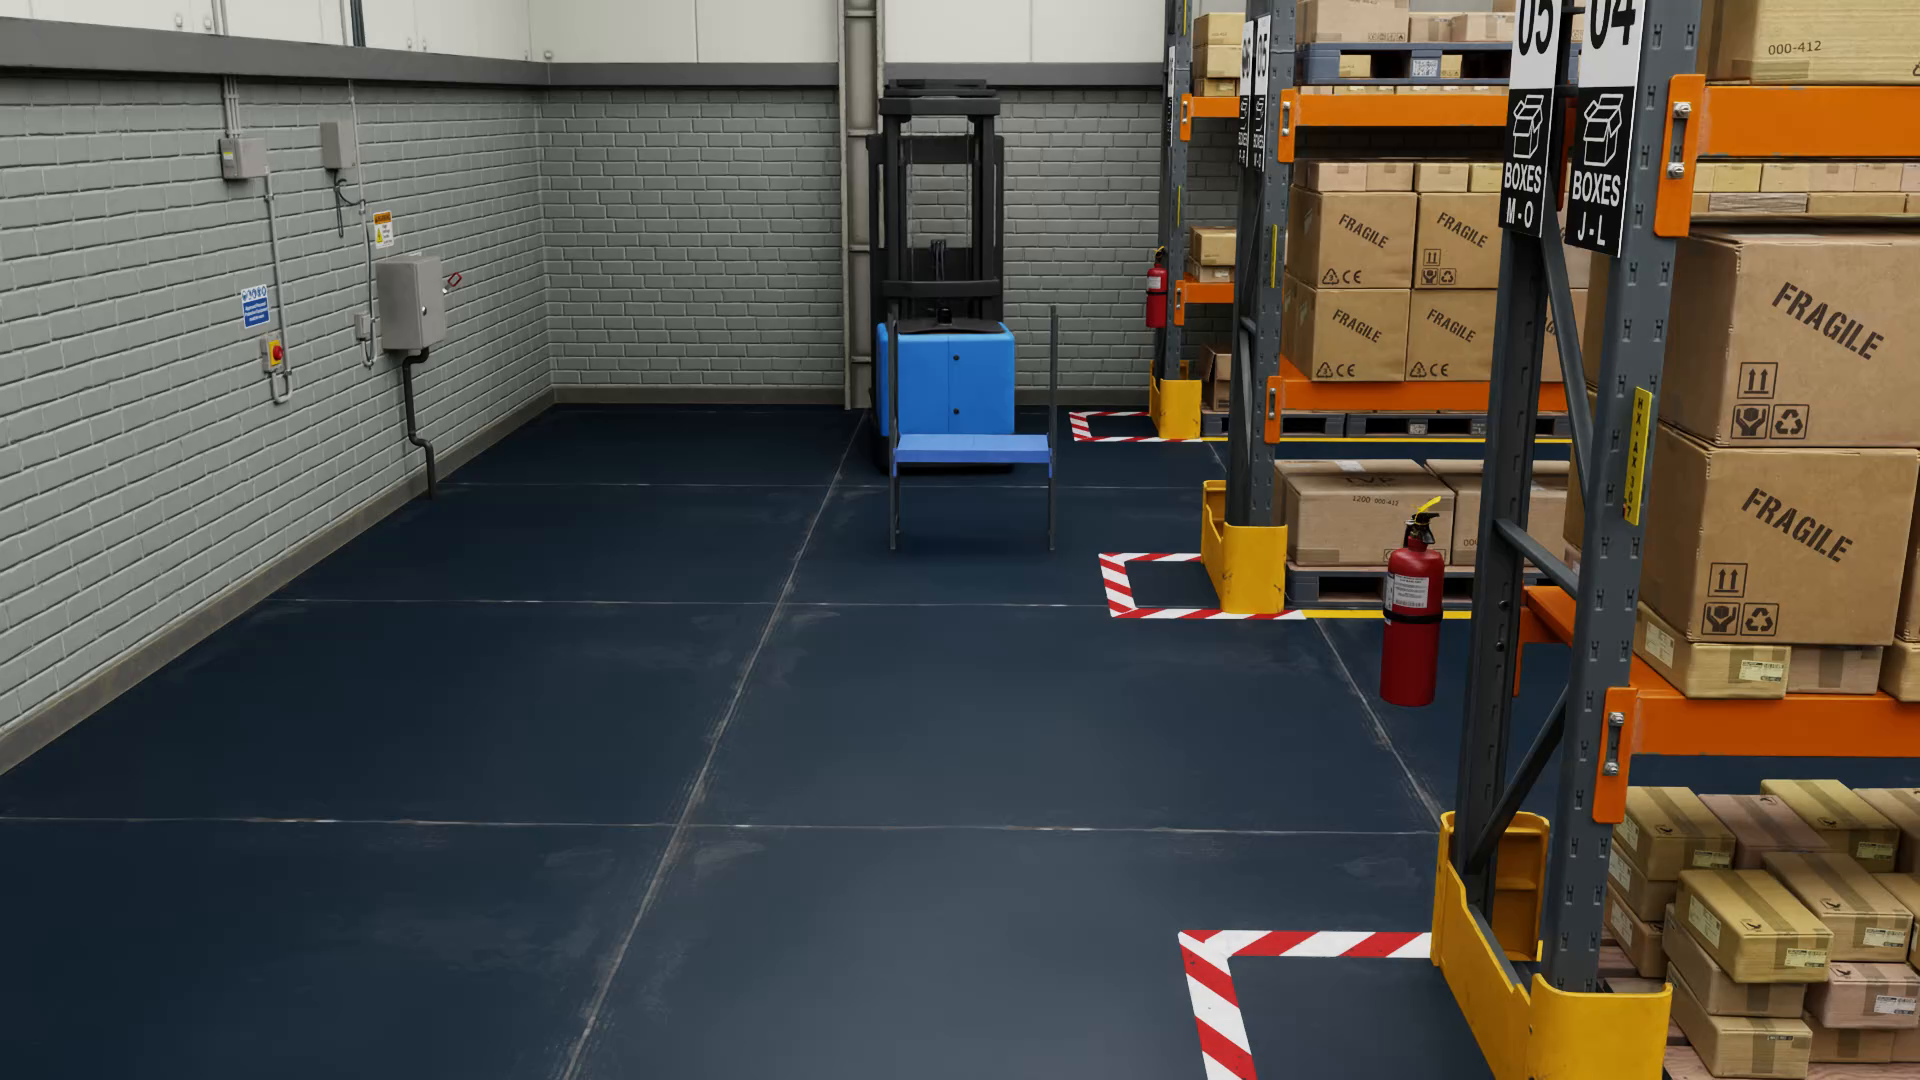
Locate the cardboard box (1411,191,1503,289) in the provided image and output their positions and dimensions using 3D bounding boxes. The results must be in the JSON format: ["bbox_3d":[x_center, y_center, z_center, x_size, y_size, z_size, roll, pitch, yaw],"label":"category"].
[{"bbox_3d":[2.668,-1.640,9.021,0.500,0.500,0.500,0,15,0],"label":"cardboard box"}]

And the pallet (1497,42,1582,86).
[{"bbox_3d":[3.644,-2.584,9.048,1.213,0.211,1.003,0,15,1],"label":"pallet"}]

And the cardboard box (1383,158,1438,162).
[{"bbox_3d":[2.558,-2.104,9.509,0.250,0.149,0.380,0,15,1],"label":"cardboard box"}]

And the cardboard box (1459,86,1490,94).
[{"bbox_3d":[4.157,-3.700,13.597,0.250,0.149,0.380,1,15,2],"label":"cardboard box"}]

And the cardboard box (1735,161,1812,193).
[{"bbox_3d":[4.347,-1.949,8.920,0.250,0.149,0.380,0,15,1],"label":"cardboard box"}]

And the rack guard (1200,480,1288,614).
[{"bbox_3d":[1.655,0.023,9.774,0.348,0.500,1.175,0,15,1],"label":"rack guard"}]

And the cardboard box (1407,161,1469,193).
[{"bbox_3d":[2.548,-1.944,8.901,0.250,0.149,0.380,1,15,3],"label":"cardboard box"}]

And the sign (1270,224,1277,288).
[{"bbox_3d":[1.659,-1.501,8.798,0.005,0.325,0.100,0,15,1],"label":"sign"}]

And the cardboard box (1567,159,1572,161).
[{"bbox_3d":[3.320,-2.086,9.438,0.250,0.149,0.380,1,15,3],"label":"cardboard box"}]

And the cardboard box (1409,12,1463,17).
[{"bbox_3d":[3.760,-4.140,13.501,0.500,0.250,0.500,1,15,3],"label":"cardboard box"}]

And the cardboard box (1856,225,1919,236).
[{"bbox_3d":[2.600,-0.526,4.216,0.500,0.500,0.500,1,15,3],"label":"cardboard box"}]

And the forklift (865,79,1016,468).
[{"bbox_3d":[-0.212,-2.289,13.769,1.130,2.935,3.031,-1,15,-5],"label":"forklift"}]

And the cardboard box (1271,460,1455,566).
[{"bbox_3d":[2.341,-0.171,9.809,0.875,0.438,0.875,0,15,0],"label":"cardboard box"}]

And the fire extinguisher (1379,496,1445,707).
[{"bbox_3d":[1.414,0.175,5.178,0.183,0.674,0.296,0,15,1],"label":"fire extinguisher"}]

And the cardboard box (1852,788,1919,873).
[{"bbox_3d":[2.959,0.907,5.121,0.250,0.149,0.380,0,15,-1],"label":"cardboard box"}]

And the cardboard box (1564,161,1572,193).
[{"bbox_3d":[3.324,-1.946,8.909,0.250,0.149,0.380,1,15,2],"label":"cardboard box"}]

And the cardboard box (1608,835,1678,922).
[{"bbox_3d":[2.189,1.039,5.203,0.250,0.149,0.380,0,15,0],"label":"cardboard box"}]

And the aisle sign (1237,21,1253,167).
[{"bbox_3d":[1.615,-2.522,9.425,0.004,0.787,0.394,0,15,1],"label":"aisle sign"}]

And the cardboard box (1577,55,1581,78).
[{"bbox_3d":[4.792,-3.887,13.525,0.500,0.250,0.500,0,15,0],"label":"cardboard box"}]

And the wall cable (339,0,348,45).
[{"bbox_3d":[-3.993,-4.244,9.285,0.029,3.000,2.355,0,15,1],"label":"wall cable"}]

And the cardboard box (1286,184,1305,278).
[{"bbox_3d":[2.167,-1.775,9.533,0.500,0.500,0.500,1,15,3],"label":"cardboard box"}]

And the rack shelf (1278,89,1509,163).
[{"bbox_3d":[3.679,-2.275,9.115,4.000,0.370,1.077,0,15,1],"label":"rack shelf"}]

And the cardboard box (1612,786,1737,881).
[{"bbox_3d":[2.189,0.904,5.134,0.250,0.149,0.380,1,15,2],"label":"cardboard box"}]

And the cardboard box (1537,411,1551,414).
[{"bbox_3d":[4.880,-1.238,14.188,0.258,0.266,0.396,1,15,3],"label":"cardboard box"}]

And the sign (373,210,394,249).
[{"bbox_3d":[-3.967,-2.138,11.445,0.001,0.242,0.339,0,15,1],"label":"sign"}]

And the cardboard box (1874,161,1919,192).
[{"bbox_3d":[5.101,-1.956,8.945,0.250,0.149,0.380,1,15,3],"label":"cardboard box"}]

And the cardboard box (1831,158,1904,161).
[{"bbox_3d":[5.112,-2.071,9.383,0.250,0.149,0.380,1,15,2],"label":"cardboard box"}]

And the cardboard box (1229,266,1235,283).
[{"bbox_3d":[2.379,-2.268,14.050,0.250,0.149,0.380,1,15,3],"label":"cardboard box"}]

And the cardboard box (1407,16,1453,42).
[{"bbox_3d":[2.552,-2.804,9.181,0.250,0.149,0.380,-1,15,-3],"label":"cardboard box"}]

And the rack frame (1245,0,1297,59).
[{"bbox_3d":[1.679,-4.087,8.690,0.127,3.000,1.000,0,15,1],"label":"rack frame"}]

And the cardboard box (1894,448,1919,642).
[{"bbox_3d":[2.631,-0.045,4.350,0.500,0.500,0.500,0,15,2],"label":"cardboard box"}]

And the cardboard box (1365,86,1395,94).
[{"bbox_3d":[3.391,-3.705,13.614,0.250,0.149,0.380,0,15,1],"label":"cardboard box"}]

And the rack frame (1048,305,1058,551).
[{"bbox_3d":[0.593,-0.721,10.634,0.032,1.500,0.500,0,15,1],"label":"rack frame"}]

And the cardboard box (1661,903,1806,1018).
[{"bbox_3d":[2.171,1.178,4.679,0.250,0.149,0.380,1,15,4],"label":"cardboard box"}]

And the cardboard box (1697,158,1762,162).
[{"bbox_3d":[4.344,-2.088,9.448,0.250,0.149,0.380,0,15,0],"label":"cardboard box"}]

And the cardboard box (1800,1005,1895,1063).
[{"bbox_3d":[2.433,1.318,4.728,0.250,0.149,0.380,0,15,1],"label":"cardboard box"}]

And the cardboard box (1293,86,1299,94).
[{"bbox_3d":[2.634,-3.718,13.666,0.250,0.149,0.380,0,15,2],"label":"cardboard box"}]

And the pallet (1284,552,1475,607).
[{"bbox_3d":[2.480,0.148,9.867,1.213,0.211,1.003,0,15,1],"label":"pallet"}]

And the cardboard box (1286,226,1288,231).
[{"bbox_3d":[2.784,-2.584,14.465,0.500,0.250,0.500,0,15,2],"label":"cardboard box"}]

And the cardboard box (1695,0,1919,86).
[{"bbox_3d":[2.096,-1.233,4.046,0.500,0.250,0.500,1,15,3],"label":"cardboard box"}]

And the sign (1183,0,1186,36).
[{"bbox_3d":[1.788,-4.186,13.234,0.005,0.325,0.100,0,15,1],"label":"sign"}]

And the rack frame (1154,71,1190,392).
[{"bbox_3d":[1.802,-2.452,14.253,0.127,3.000,1.000,0,15,1],"label":"rack frame"}]

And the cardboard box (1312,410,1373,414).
[{"bbox_3d":[3.265,-1.403,14.353,0.500,0.500,0.700,1,15,4],"label":"cardboard box"}]

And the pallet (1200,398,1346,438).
[{"bbox_3d":[2.675,-1.098,14.588,1.213,0.211,1.003,0,15,1],"label":"pallet"}]

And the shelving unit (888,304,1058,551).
[{"bbox_3d":[0.085,-0.725,10.647,1.048,1.500,0.538,0,15,1],"label":"shelving unit"}]

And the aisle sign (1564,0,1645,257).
[{"bbox_3d":[1.573,-1.104,4.048,0.004,0.787,0.394,0,15,1],"label":"aisle sign"}]

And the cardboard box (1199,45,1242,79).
[{"bbox_3d":[2.239,-3.901,13.576,0.500,0.250,0.500,0,15,1],"label":"cardboard box"}]

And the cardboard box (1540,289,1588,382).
[{"bbox_3d":[3.166,-1.154,9.137,0.500,0.500,0.500,0,15,1],"label":"cardboard box"}]

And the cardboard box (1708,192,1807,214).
[{"bbox_3d":[4.183,-1.631,8.984,0.500,0.500,0.500,1,15,2],"label":"cardboard box"}]

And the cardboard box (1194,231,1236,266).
[{"bbox_3d":[2.249,-2.451,13.962,0.500,0.250,0.500,0,15,2],"label":"cardboard box"}]

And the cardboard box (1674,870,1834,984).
[{"bbox_3d":[2.169,1.055,4.561,0.250,0.149,0.380,0,15,-1],"label":"cardboard box"}]

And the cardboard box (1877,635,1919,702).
[{"bbox_3d":[2.492,0.291,4.350,0.250,0.149,0.380,0,15,0],"label":"cardboard box"}]

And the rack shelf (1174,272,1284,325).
[{"bbox_3d":[3.802,-2.091,14.295,4.000,0.370,1.077,0,15,1],"label":"rack shelf"}]
